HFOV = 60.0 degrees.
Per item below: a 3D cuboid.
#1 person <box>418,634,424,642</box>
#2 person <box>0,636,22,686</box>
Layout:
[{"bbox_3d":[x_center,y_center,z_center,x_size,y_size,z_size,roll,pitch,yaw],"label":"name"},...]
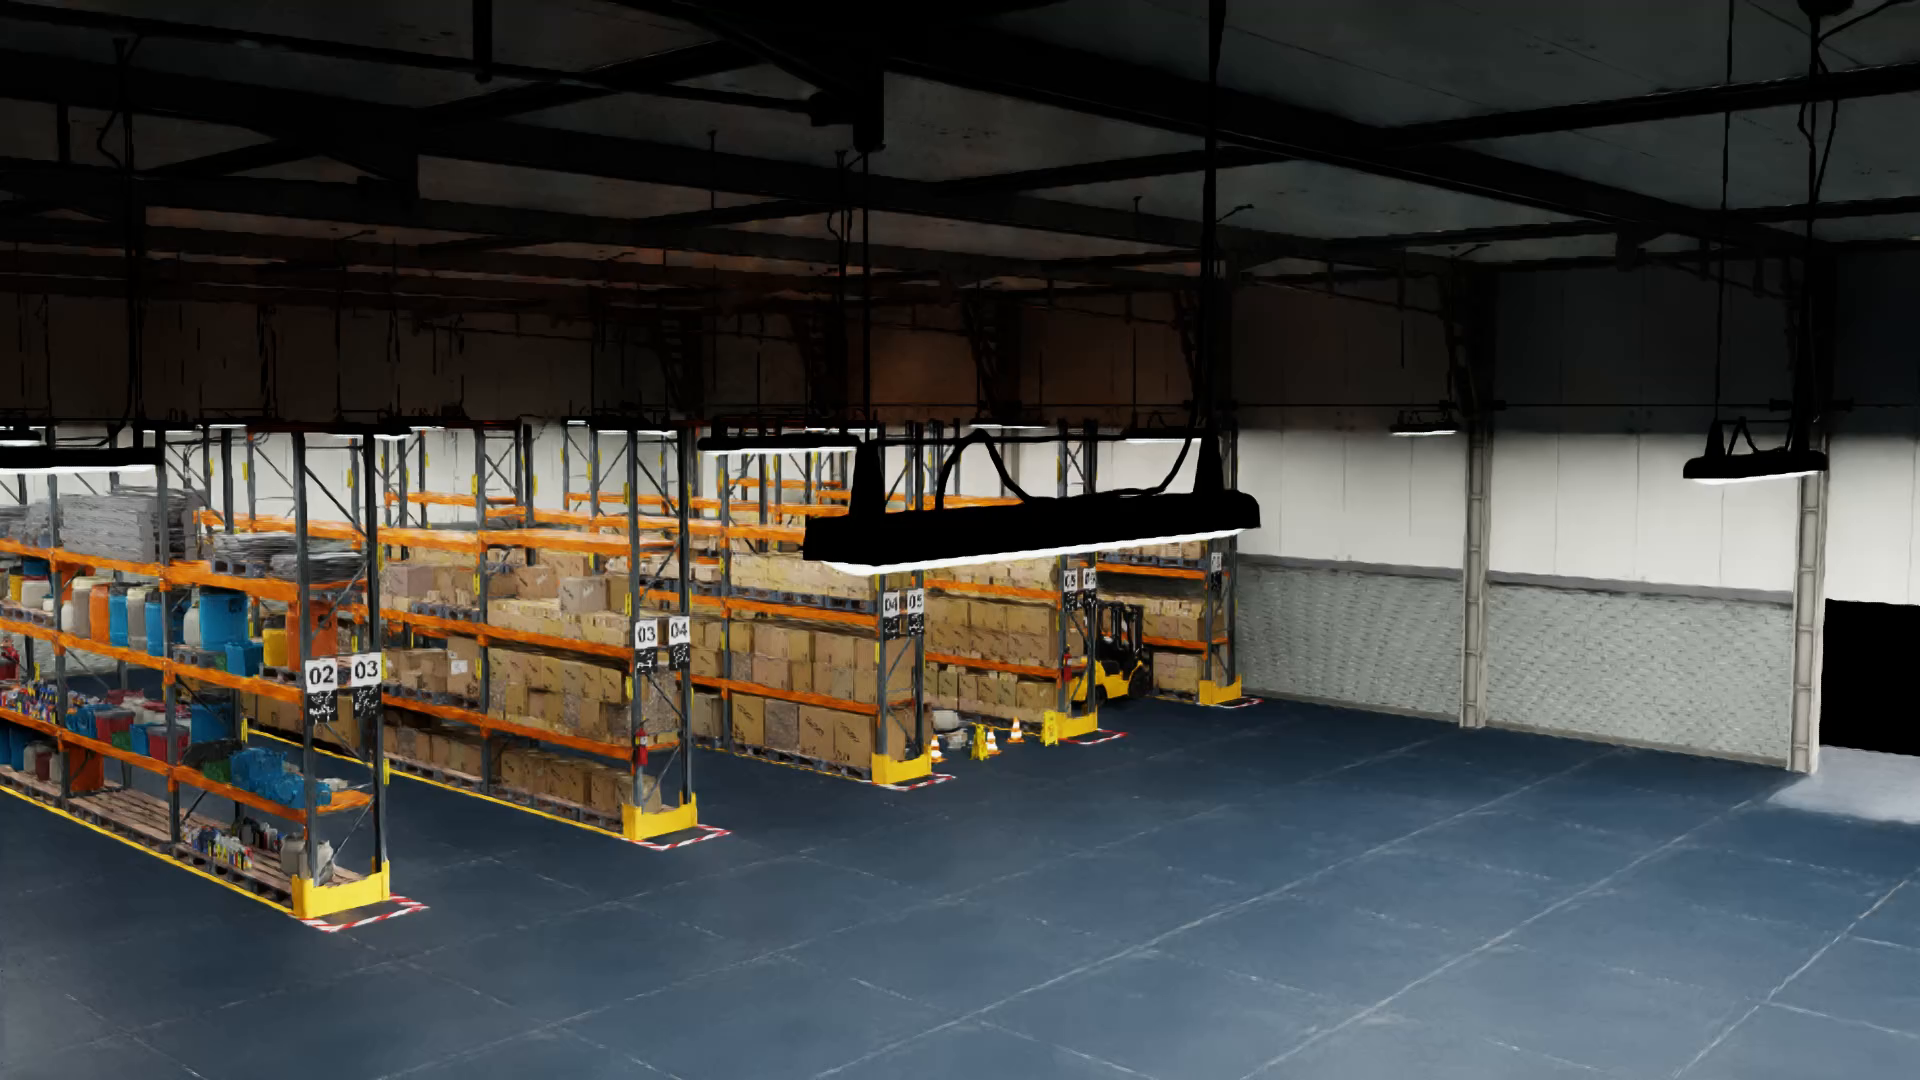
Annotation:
[{"bbox_3d":[-14.364,1.816,44.050,0.576,1.704,0.508,1,5,9],"label":"person"},{"bbox_3d":[-18.896,2.758,32.990,0.737,1.729,0.531,4,6,40],"label":"person"}]
